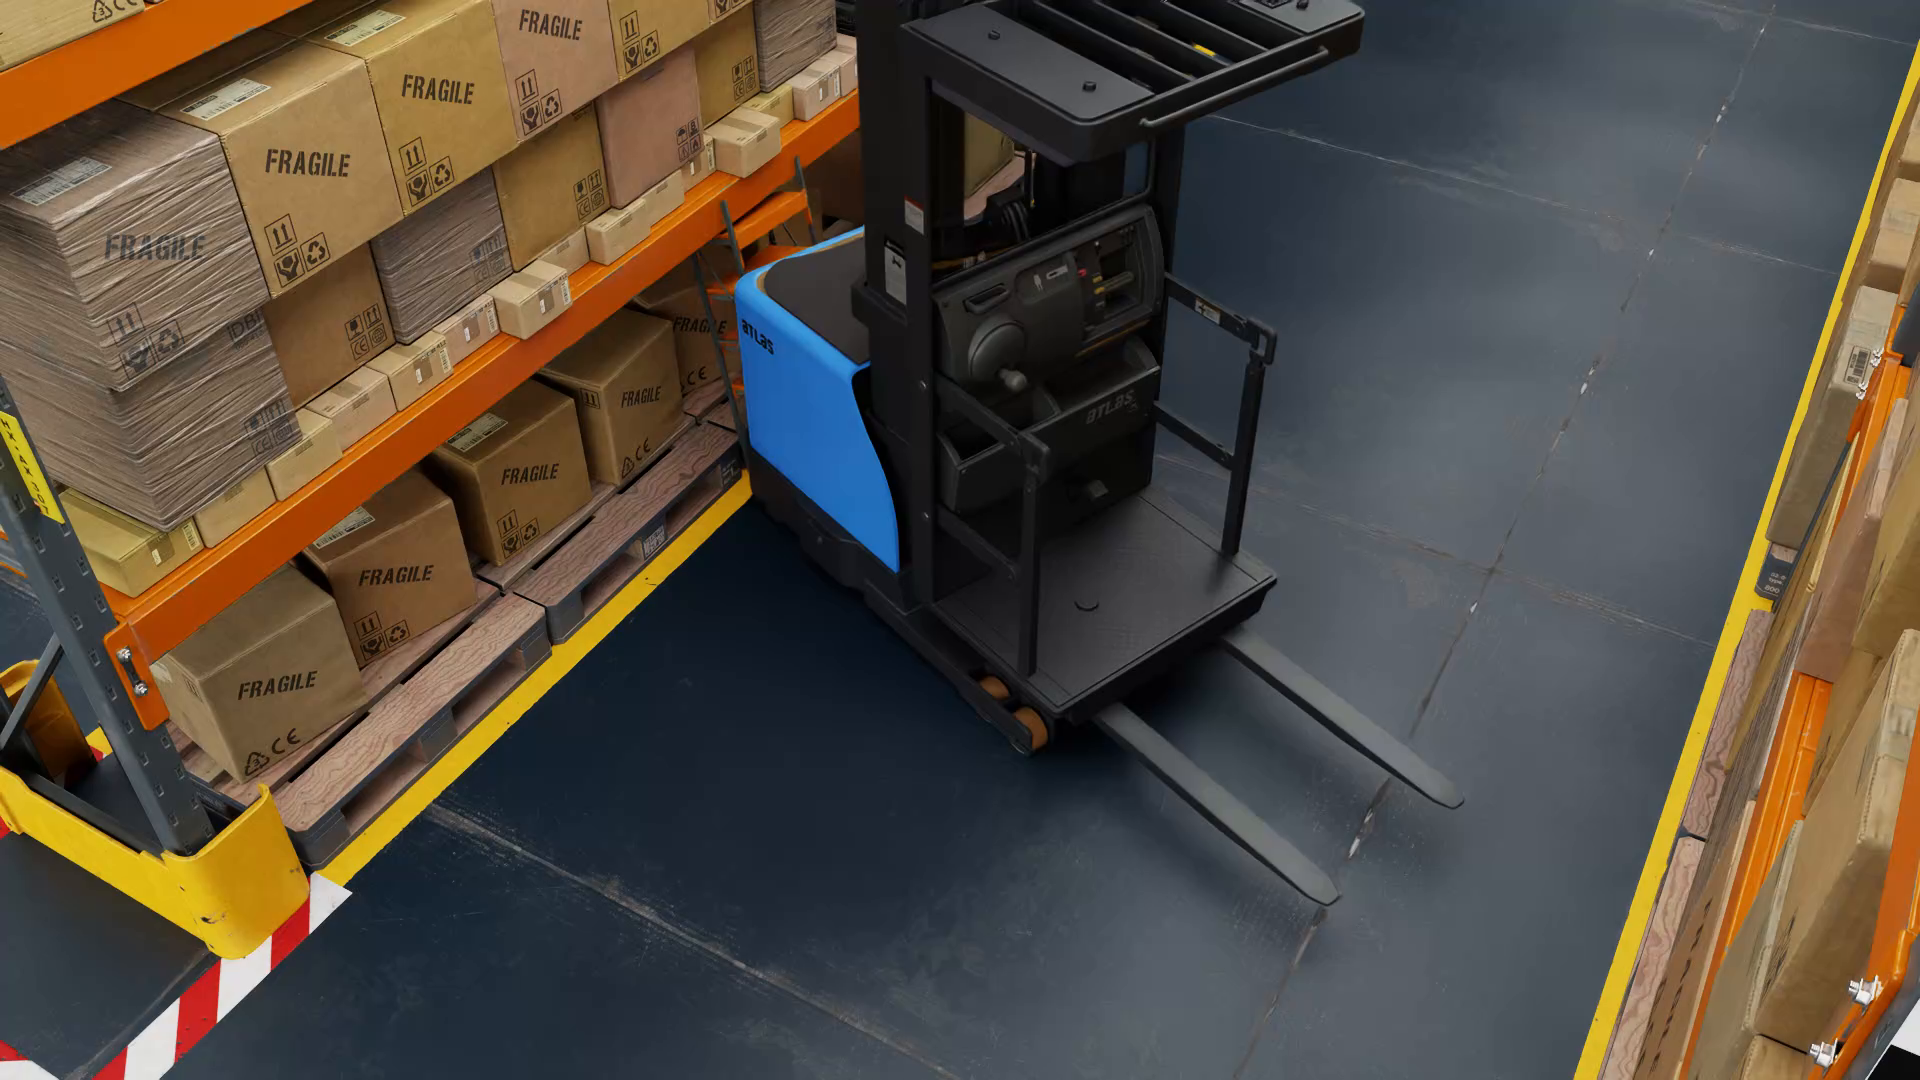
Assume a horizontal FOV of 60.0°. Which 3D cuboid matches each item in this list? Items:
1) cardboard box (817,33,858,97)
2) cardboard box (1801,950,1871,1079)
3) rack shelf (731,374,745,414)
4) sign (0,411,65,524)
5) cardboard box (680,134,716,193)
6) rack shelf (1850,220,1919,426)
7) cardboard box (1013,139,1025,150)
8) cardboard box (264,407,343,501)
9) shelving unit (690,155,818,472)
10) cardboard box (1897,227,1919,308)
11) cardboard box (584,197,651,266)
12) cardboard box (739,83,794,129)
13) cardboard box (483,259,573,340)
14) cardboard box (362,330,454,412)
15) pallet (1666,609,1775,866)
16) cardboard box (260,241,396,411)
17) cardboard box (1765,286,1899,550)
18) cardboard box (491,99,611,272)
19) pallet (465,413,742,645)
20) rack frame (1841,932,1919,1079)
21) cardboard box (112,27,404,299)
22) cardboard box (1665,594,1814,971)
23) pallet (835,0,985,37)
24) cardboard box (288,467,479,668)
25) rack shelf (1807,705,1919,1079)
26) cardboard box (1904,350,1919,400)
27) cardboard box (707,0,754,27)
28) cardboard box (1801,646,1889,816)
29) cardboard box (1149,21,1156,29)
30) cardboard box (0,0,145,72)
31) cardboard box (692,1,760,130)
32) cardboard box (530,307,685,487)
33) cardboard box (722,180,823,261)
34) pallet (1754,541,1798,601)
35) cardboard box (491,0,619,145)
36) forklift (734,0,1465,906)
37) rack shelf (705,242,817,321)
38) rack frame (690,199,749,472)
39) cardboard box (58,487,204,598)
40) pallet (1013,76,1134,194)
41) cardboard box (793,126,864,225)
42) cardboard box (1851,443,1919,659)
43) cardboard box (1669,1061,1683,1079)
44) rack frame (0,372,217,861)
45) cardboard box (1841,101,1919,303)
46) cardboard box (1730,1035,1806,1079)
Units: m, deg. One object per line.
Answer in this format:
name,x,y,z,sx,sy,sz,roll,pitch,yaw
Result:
cardboard box,-0.582,-2.008,6.950,0.380,0.149,0.250,21,45,22
cardboard box,1.733,1.004,2.410,0.875,0.550,0.550,21,45,22
rack shelf,-0.724,-0.684,6.951,0.258,0.148,0.480,8,35,30
sign,-2.260,-0.179,4.029,0.100,0.325,0.005,21,45,22
cardboard box,-1.160,-1.465,6.334,0.380,0.149,0.250,21,45,22
rack shelf,4.516,-1.498,6.726,1.077,0.370,4.000,21,45,22
cardboard box,0.132,-2.480,8.855,0.700,0.500,0.500,17,44,19
cardboard box,-2.101,-0.298,5.009,0.380,0.149,0.250,21,45,22
shelving unit,-0.769,-0.911,6.821,0.258,1.200,0.503,8,35,30
cardboard box,3.545,-1.049,5.595,0.500,0.500,0.500,21,45,22
cardboard box,-1.345,-1.154,5.981,0.380,0.149,0.250,21,45,22
cardboard box,-0.892,-1.745,6.652,0.380,0.149,0.250,21,45,22
cardboard box,-1.547,-0.850,5.635,0.380,0.149,0.250,21,45,22
cardboard box,-1.863,-0.589,5.339,0.380,0.149,0.250,21,45,22
pallet,3.067,0.832,5.646,1.003,0.211,1.213,21,45,22
cardboard box,-2.285,-0.814,5.104,0.875,0.500,0.500,21,45,22
cardboard box,3.748,-0.322,6.231,1.050,0.750,0.750,21,45,22
cardboard box,-1.737,-1.368,5.733,0.875,0.500,0.500,21,45,22
pallet,-1.644,-0.179,6.793,1.003,0.211,1.213,21,45,22
rack frame,1.511,1.664,2.591,0.949,2.616,0.053,21,45,22
cardboard box,-1.963,-1.066,4.634,0.500,0.500,0.500,21,45,22
cardboard box,2.692,0.870,4.783,0.875,0.875,0.875,21,46,22
pallet,-0.220,-2.639,7.623,1.003,0.211,1.213,21,45,22
cardboard box,-2.134,0.042,6.006,0.500,0.500,0.500,-33,51,-32
rack shelf,2.514,-0.335,3.136,1.077,0.370,4.000,21,45,22
cardboard box,3.341,-0.465,4.895,0.875,0.550,0.550,21,45,22
cardboard box,-0.965,-2.212,5.934,0.500,0.500,0.500,21,45,22
cardboard box,2.535,0.463,3.841,0.875,0.550,0.500,21,45,22
cardboard box,0.955,-3.448,9.954,0.700,0.500,0.500,19,45,20
cardboard box,-2.265,-1.293,3.792,0.500,0.250,0.500,22,46,23
cardboard box,-1.288,-1.960,6.405,0.875,0.500,0.500,21,45,22
cardboard box,-1.486,-0.615,6.752,0.500,0.500,0.500,17,44,18
cardboard box,-0.963,-1.326,7.560,0.500,0.500,0.500,20,45,21
pallet,3.836,-0.044,6.640,1.003,0.211,1.213,21,45,22
cardboard box,-1.469,-1.641,5.286,0.500,0.500,0.500,21,45,22
forklift,0.447,-0.721,5.351,1.130,2.935,3.031,-28,48,-28
rack shelf,-0.795,-1.045,6.744,0.258,0.148,0.480,8,35,30
rack frame,-0.889,-0.788,6.648,0.240,1.200,0.015,8,35,30
cardboard box,-2.381,-0.023,4.697,0.380,0.149,0.250,21,45,22
pallet,0.269,-2.422,9.341,1.003,0.211,1.213,21,45,22
cardboard box,-0.403,-1.893,8.189,0.700,0.500,0.500,18,44,19
cardboard box,2.478,0.037,3.508,0.875,0.550,0.500,21,45,22
cardboard box,1.796,1.895,3.619,0.875,0.875,0.875,21,46,22
rack frame,-2.730,-0.033,4.518,1.000,3.000,0.127,21,45,22
cardboard box,4.700,-1.406,7.462,1.050,0.750,0.750,22,46,23
cardboard box,1.660,1.381,2.798,0.875,0.550,0.550,21,45,22
